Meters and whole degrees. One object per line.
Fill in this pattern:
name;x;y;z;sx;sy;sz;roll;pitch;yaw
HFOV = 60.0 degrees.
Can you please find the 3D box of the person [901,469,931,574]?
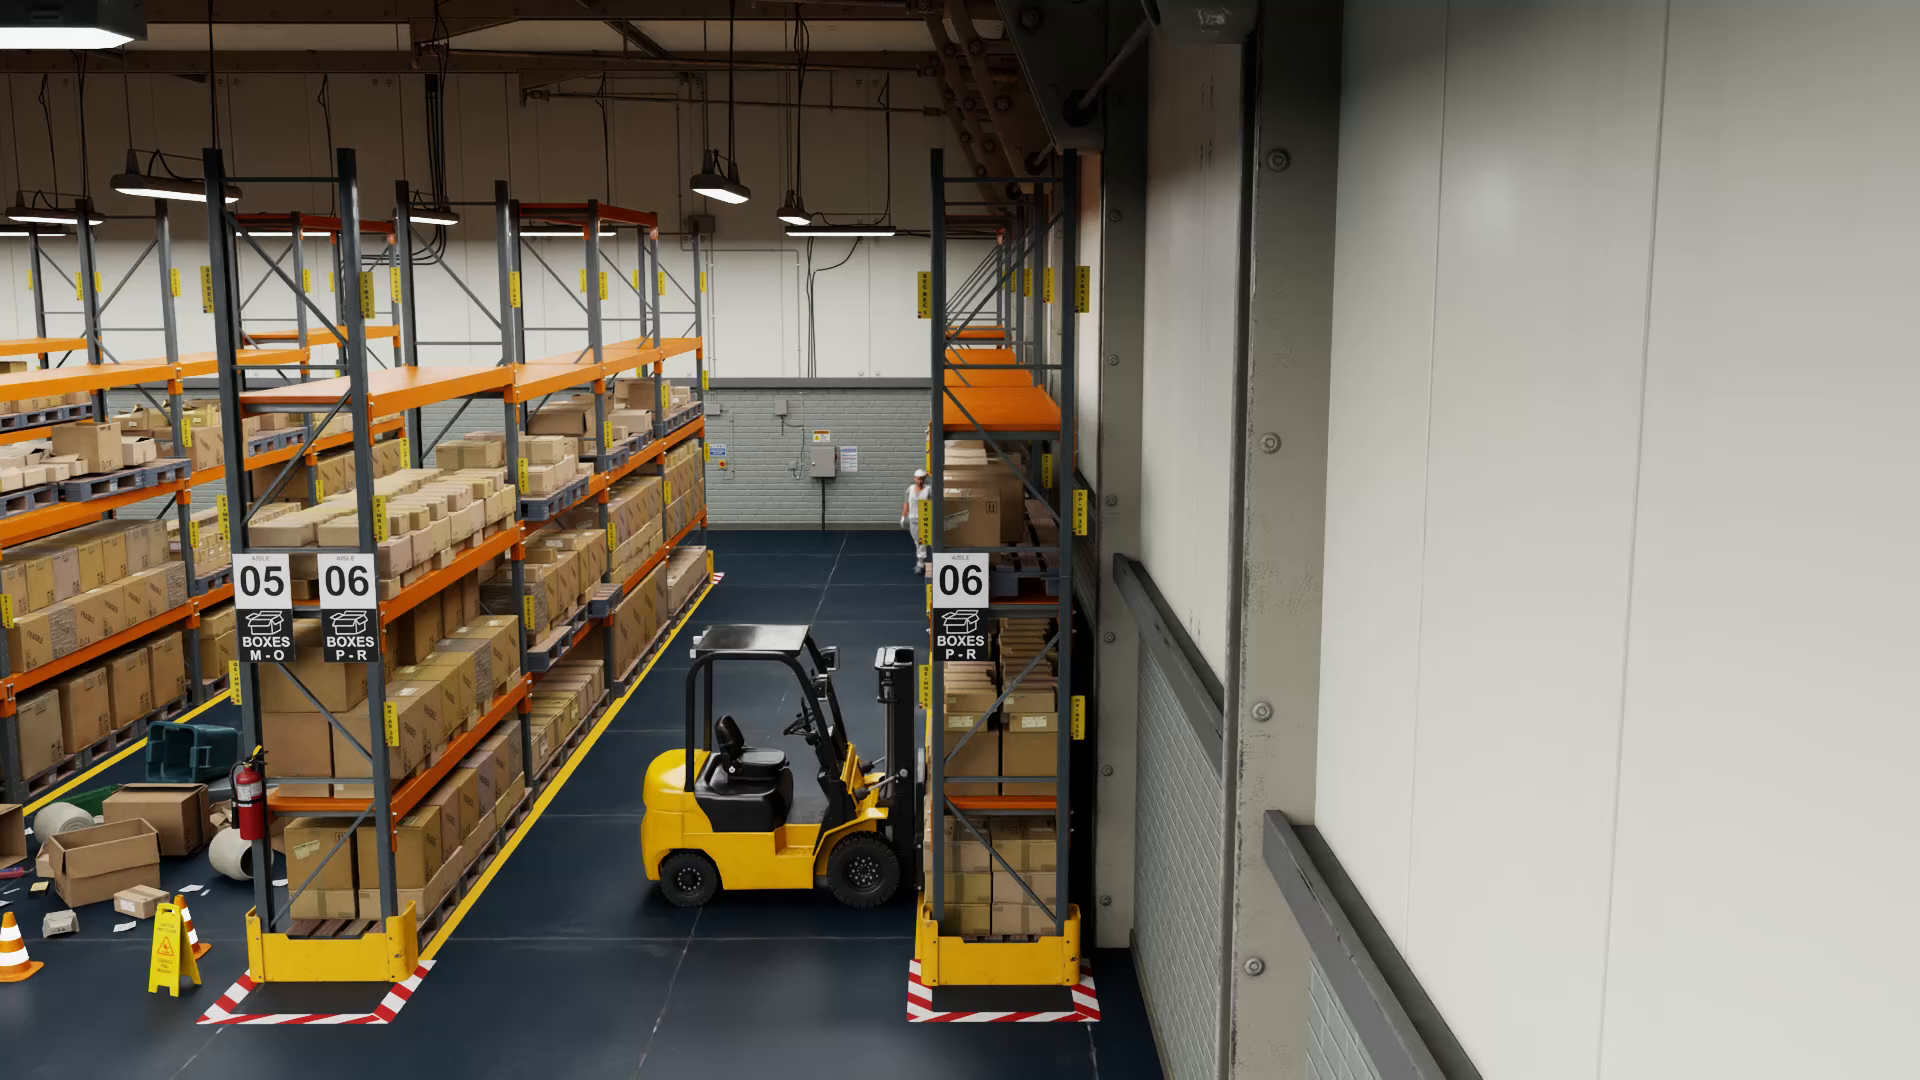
person;-0.773;-0.338;28.971;0.552;1.789;0.602;6;11;34
